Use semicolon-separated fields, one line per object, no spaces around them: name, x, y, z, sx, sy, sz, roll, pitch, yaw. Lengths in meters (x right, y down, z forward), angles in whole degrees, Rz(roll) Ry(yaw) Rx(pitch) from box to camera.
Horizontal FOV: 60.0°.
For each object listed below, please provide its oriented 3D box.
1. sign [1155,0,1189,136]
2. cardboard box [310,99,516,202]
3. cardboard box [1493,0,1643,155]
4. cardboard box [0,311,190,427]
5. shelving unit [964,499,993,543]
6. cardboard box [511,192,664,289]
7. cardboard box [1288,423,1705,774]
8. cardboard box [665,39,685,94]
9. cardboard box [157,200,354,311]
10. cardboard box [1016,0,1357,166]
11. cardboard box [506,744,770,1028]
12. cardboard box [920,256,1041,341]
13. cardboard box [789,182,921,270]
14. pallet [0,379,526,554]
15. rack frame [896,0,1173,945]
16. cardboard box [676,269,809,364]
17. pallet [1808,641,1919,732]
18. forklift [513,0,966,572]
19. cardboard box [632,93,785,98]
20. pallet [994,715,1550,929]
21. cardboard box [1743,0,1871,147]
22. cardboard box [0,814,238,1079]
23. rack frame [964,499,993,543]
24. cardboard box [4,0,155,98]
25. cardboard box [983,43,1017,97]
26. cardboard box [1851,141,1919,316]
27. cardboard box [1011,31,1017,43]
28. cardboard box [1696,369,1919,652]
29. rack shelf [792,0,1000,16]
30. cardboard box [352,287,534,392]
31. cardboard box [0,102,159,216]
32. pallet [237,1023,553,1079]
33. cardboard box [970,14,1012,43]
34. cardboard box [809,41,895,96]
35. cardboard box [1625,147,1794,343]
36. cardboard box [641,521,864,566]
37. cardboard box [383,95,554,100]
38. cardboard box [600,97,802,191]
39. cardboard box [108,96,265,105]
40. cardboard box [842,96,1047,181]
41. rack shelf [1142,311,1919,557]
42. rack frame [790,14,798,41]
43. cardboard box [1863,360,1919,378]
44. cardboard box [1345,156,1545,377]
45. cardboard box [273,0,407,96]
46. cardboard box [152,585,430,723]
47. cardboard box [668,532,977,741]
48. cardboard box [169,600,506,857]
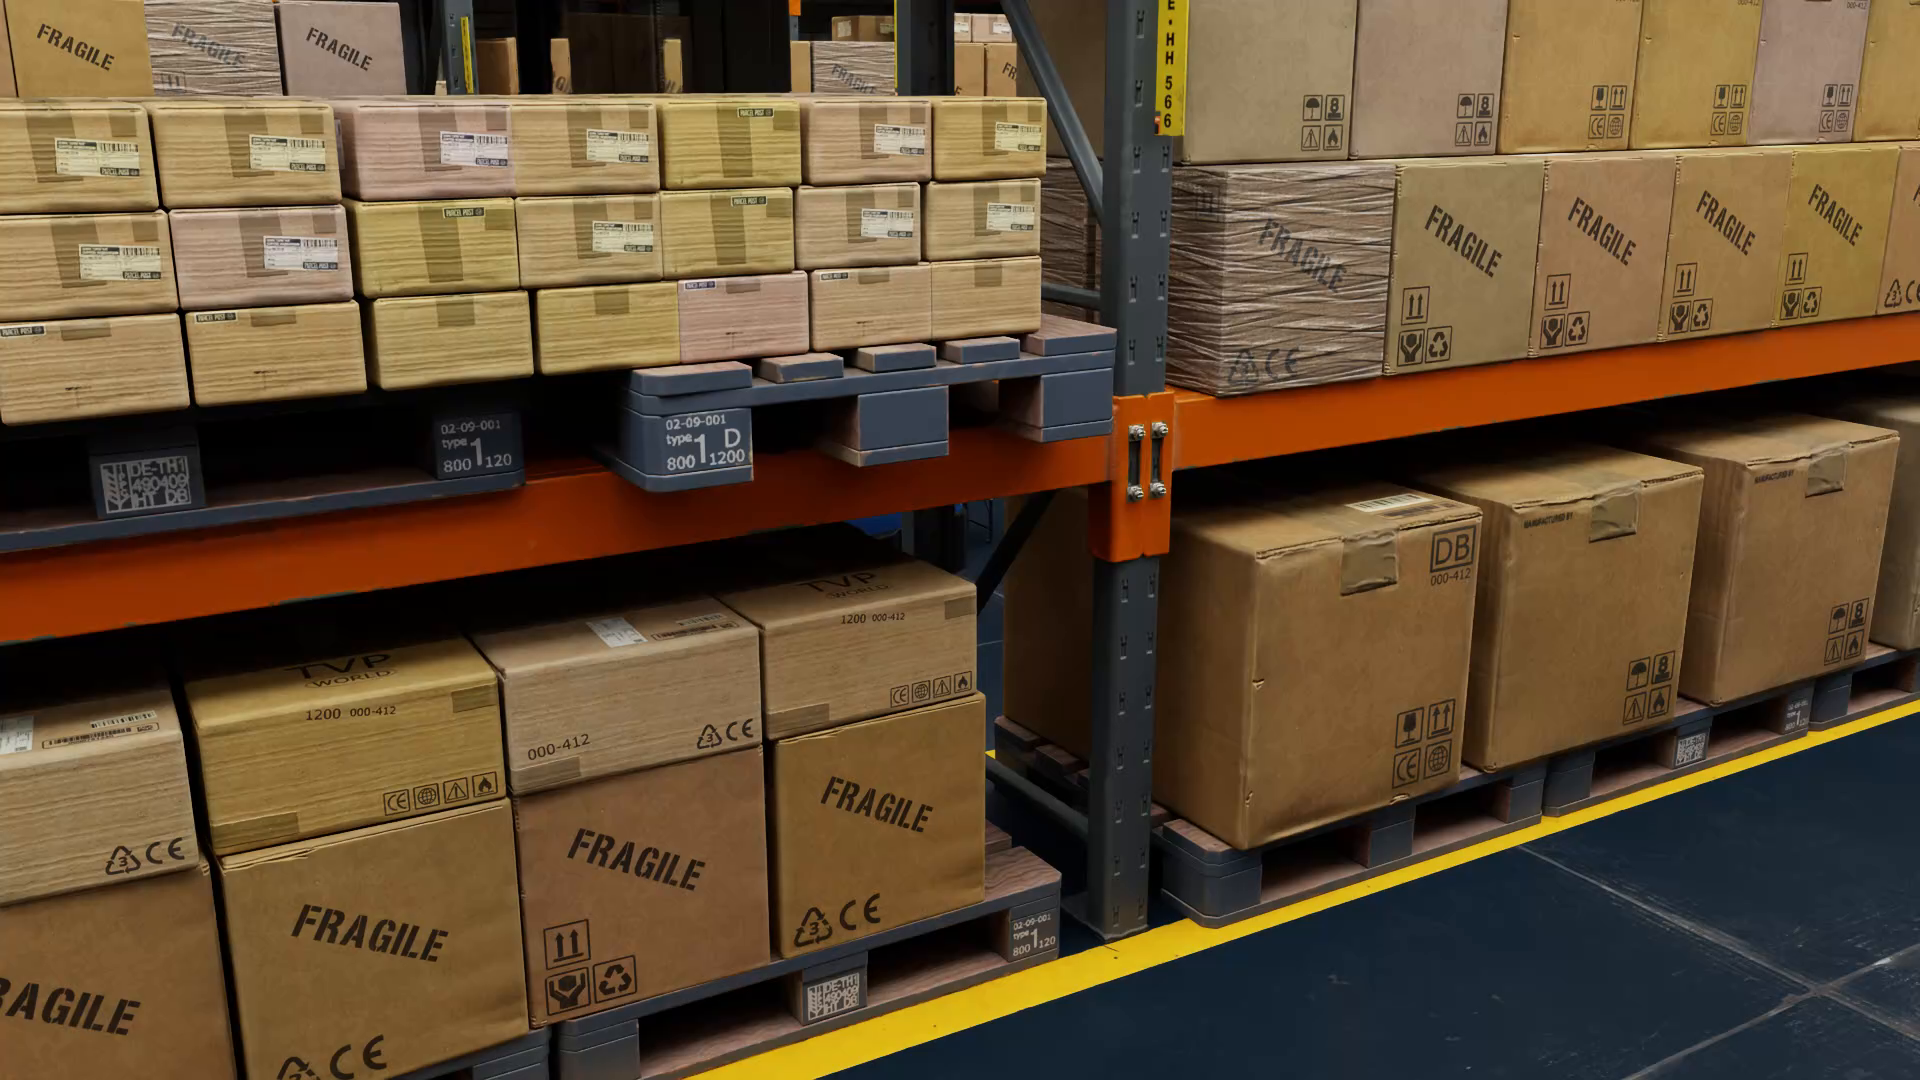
sign;0.433;-0.998;3.415;0.005;0.325;0.100;-9;18;-30
cardboard box;-0.916;-0.656;2.777;0.250;0.149;0.380;-9;18;-30
cardboard box;1.407;-1.335;4.578;0.500;0.500;0.700;-10;18;-31
cardboard box;-1.375;-0.294;2.588;0.250;0.149;0.380;-10;19;-32
shelving unit;-0.007;-0.432;7.284;0.210;0.900;0.258;-9;18;-30
cardboard box;-0.710;-0.544;2.930;0.250;0.149;0.380;-9;18;-30
cardboard box;1.461;0.092;4.915;0.750;0.750;1.050;-9;18;-29
cardboard box;-1.543;-2.211;8.226;0.500;0.500;0.500;-8;18;-27
cardboard box;-1.148;-0.474;2.679;0.250;0.149;0.380;-9;18;-28
cardboard box;0.535;-1.193;4.070;0.500;0.500;0.700;-9;18;-30
cardboard box;-0.731;0.622;3.488;0.500;0.500;0.500;-8;18;-27
cardboard box;-0.041;-0.509;3.357;0.250;0.149;0.380;-9;18;-29
cardboard box;-0.271;-0.616;3.187;0.250;0.149;0.380;-8;18;-28
pallet;-1.530;-0.226;3.015;1.213;0.211;1.003;-9;18;-30
rack frame;0.145;-0.603;4.004;0.127;3.000;1.000;-9;18;-30
cardboard box;-0.475;-0.440;3.108;0.250;0.149;0.380;-9;18;-29
pallet;2.952;0.308;5.919;1.213;0.211;1.003;-9;18;-30
forklift;-1.371;-1.045;5.706;1.130;2.935;3.031;15;22;43
cardboard box;-0.579;-0.913;3.696;0.250;0.149;0.380;-10;18;-31
pallet;0.860;0.647;4.709;1.213;0.211;1.003;-9;18;-30
cardboard box;2.278;-1.476;5.081;0.500;0.500;0.700;-9;18;-29
cardboard box;-1.619;0.763;2.983;0.500;0.500;0.500;-9;18;-29
rack frame;0.080;-0.446;7.335;0.006;0.900;0.240;-9;18;-30
cardboard box;-3.664;-1.991;6.917;0.500;0.500;0.500;-9;18;-30
cardboard box;0.236;-2.497;9.247;0.500;0.500;0.500;-9;18;-29
cardboard box;2.831;-1.003;5.244;0.500;0.500;0.500;-9;18;-30
cardboard box;0.353;-3.013;9.884;0.250;0.149;0.380;-9;18;-30
cardboard box;3.088;-0.171;5.853;0.750;0.750;1.050;-9;18;-30
rack shelf;0.093;-4.814;14.802;4.000;0.370;1.077;-9;18;-30
cardboard box;-0.920;-0.368;2.852;0.250;0.149;0.380;-10;19;-32
cardboard box;-1.372;-0.581;2.512;0.250;0.149;0.380;-9;18;-28
pallet;-1.570;1.016;3.393;1.213;0.211;1.003;-9;18;-30
cardboard box;0.075;-2.781;9.057;0.250;0.149;0.380;-10;18;-31
cardboard box;-0.658;-2.354;8.736;0.500;0.500;0.500;-10;19;-32
cardboard box;1.964;-0.861;4.740;0.500;0.500;0.500;-9;18;-30
cardboard box;-0.570;0.077;4.042;0.500;0.250;0.500;-10;19;-32
cardboard box;-1.019;-0.844;3.447;0.250;0.149;0.380;-10;19;-32
cardboard box;-0.480;-0.726;3.027;0.250;0.149;0.380;-9;18;-28
cardboard box;-1.476;-0.768;3.179;0.250;0.149;0.380;-9;18;-28
cardboard box;-0.039;-0.797;3.280;0.250;0.149;0.380;-10;19;-32
rack shelf;1.860;-0.535;5.093;4.000;0.370;1.077;-9;18;-30
rack frame;-1.621;-3.438;14.118;0.127;3.000;1.000;-9;18;-30
cardboard box;4.149;-0.410;6.472;0.875;0.875;0.875;-9;18;-29
cardboard box;1.104;-0.723;4.245;0.500;0.500;0.500;-9;18;-30
cardboard box;-2.799;-2.132;7.419;0.500;0.500;0.500;-10;18;-31
cardboard box;-1.436;0.213;3.555;0.500;0.250;0.500;-9;18;-29
cardboard box;-0.306;0.193;3.628;0.500;0.250;0.500;-10;18;-31
cardboard box;-1.177;0.333;3.130;0.500;0.250;0.500;-9;18;-28
